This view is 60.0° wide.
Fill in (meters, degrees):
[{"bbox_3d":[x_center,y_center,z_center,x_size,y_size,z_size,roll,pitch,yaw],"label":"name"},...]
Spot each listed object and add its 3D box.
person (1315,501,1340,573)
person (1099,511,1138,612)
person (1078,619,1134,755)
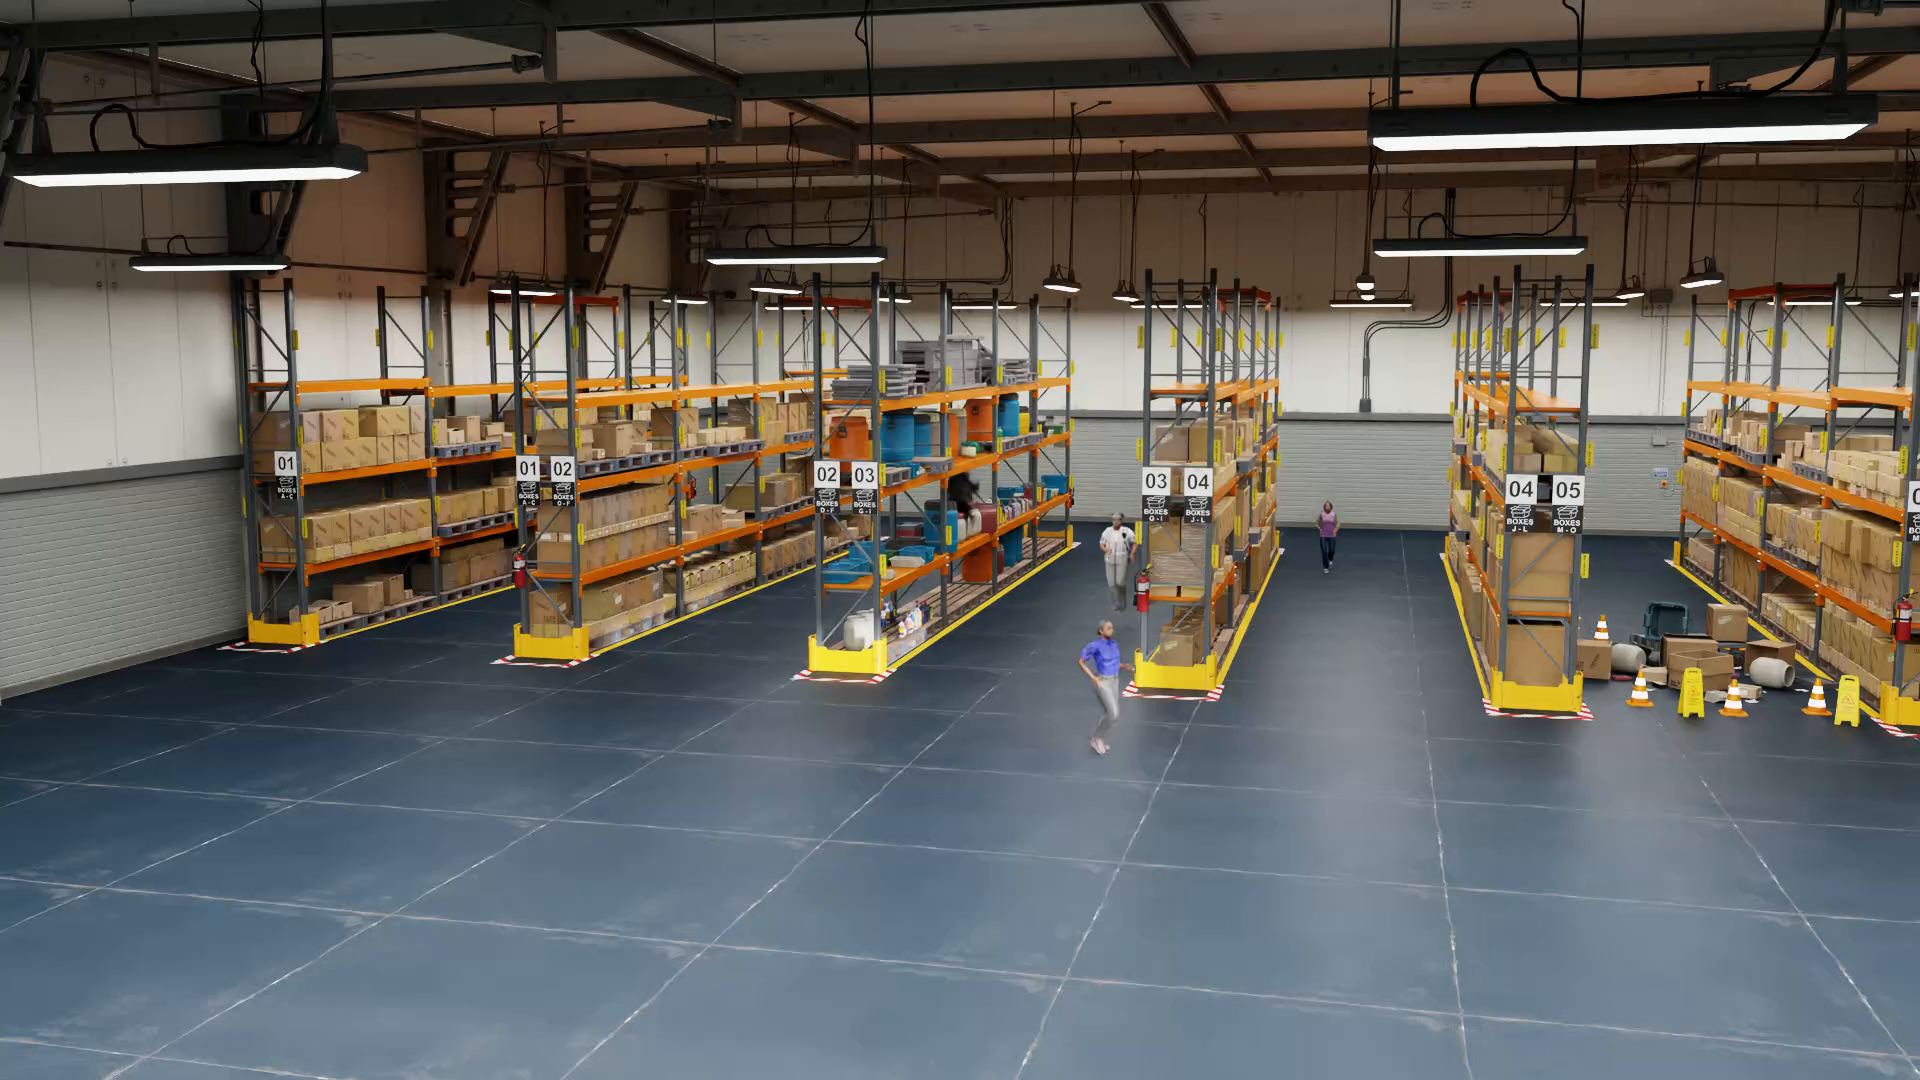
[{"bbox_3d":[7.920,-0.064,35.859,0.531,1.551,0.555,1,7,10],"label":"person"},{"bbox_3d":[2.730,0.387,28.921,0.652,1.780,0.602,2,7,16],"label":"person"},{"bbox_3d":[1.801,1.788,20.131,0.616,1.649,0.559,6,9,42],"label":"person"}]
